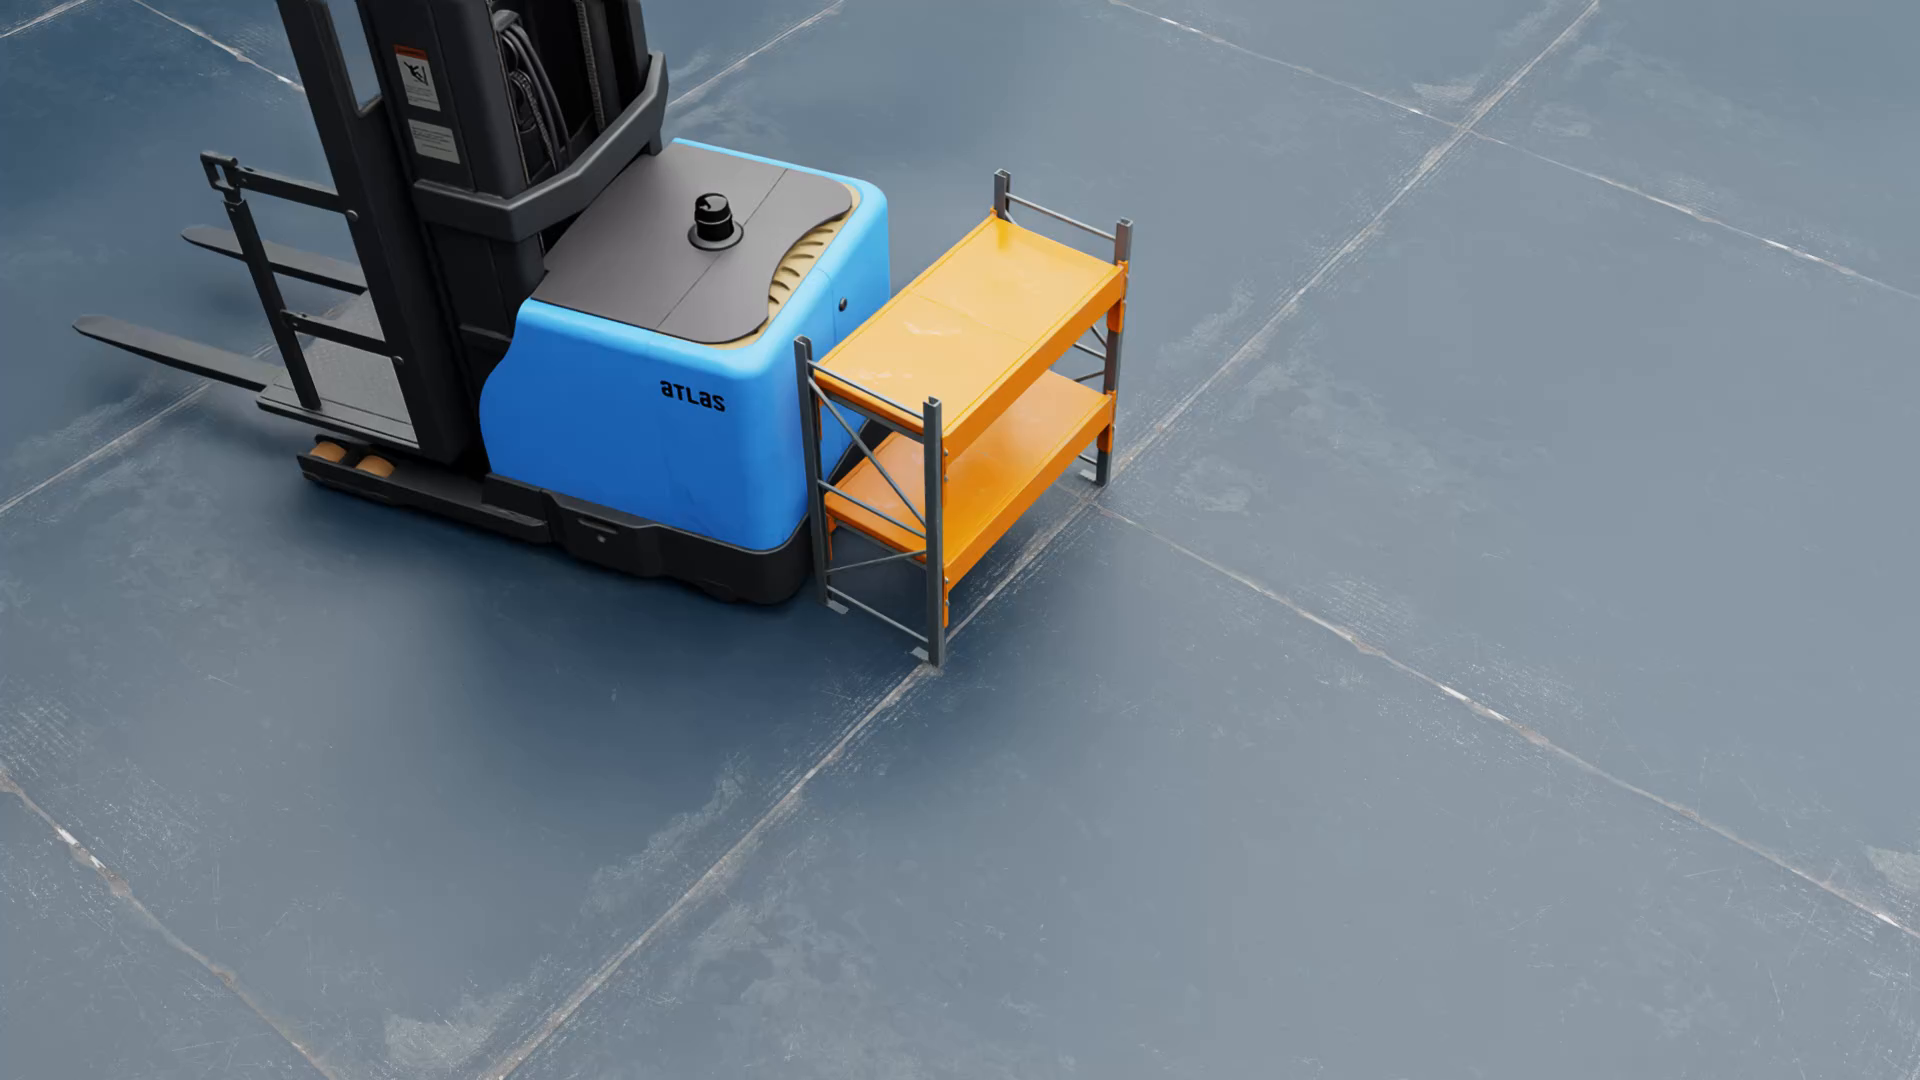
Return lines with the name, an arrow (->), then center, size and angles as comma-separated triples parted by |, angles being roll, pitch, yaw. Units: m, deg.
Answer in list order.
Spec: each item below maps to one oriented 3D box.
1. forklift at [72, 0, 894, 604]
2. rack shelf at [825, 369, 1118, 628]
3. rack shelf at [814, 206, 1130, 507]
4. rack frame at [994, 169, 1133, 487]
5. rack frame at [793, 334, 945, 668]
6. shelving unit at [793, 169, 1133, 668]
forklift -> -1.790, -1.485, 5.142 | 3.031, 2.935, 1.130 | 16, 48, 15
rack shelf -> 0.030, -0.220, 5.520 | 0.538, 0.278, 1.000 | 27, 52, 23
rack shelf -> 0.030, -0.591, 5.132 | 0.538, 0.278, 1.000 | 27, 52, 23
rack frame -> 0.323, -0.689, 5.630 | 0.500, 1.125, 0.032 | 27, 52, 23
rack frame -> -0.263, -0.088, 5.056 | 0.500, 1.125, 0.032 | 27, 52, 23
shelving unit -> 0.030, -0.388, 5.343 | 0.538, 1.125, 1.048 | 27, 52, 23
